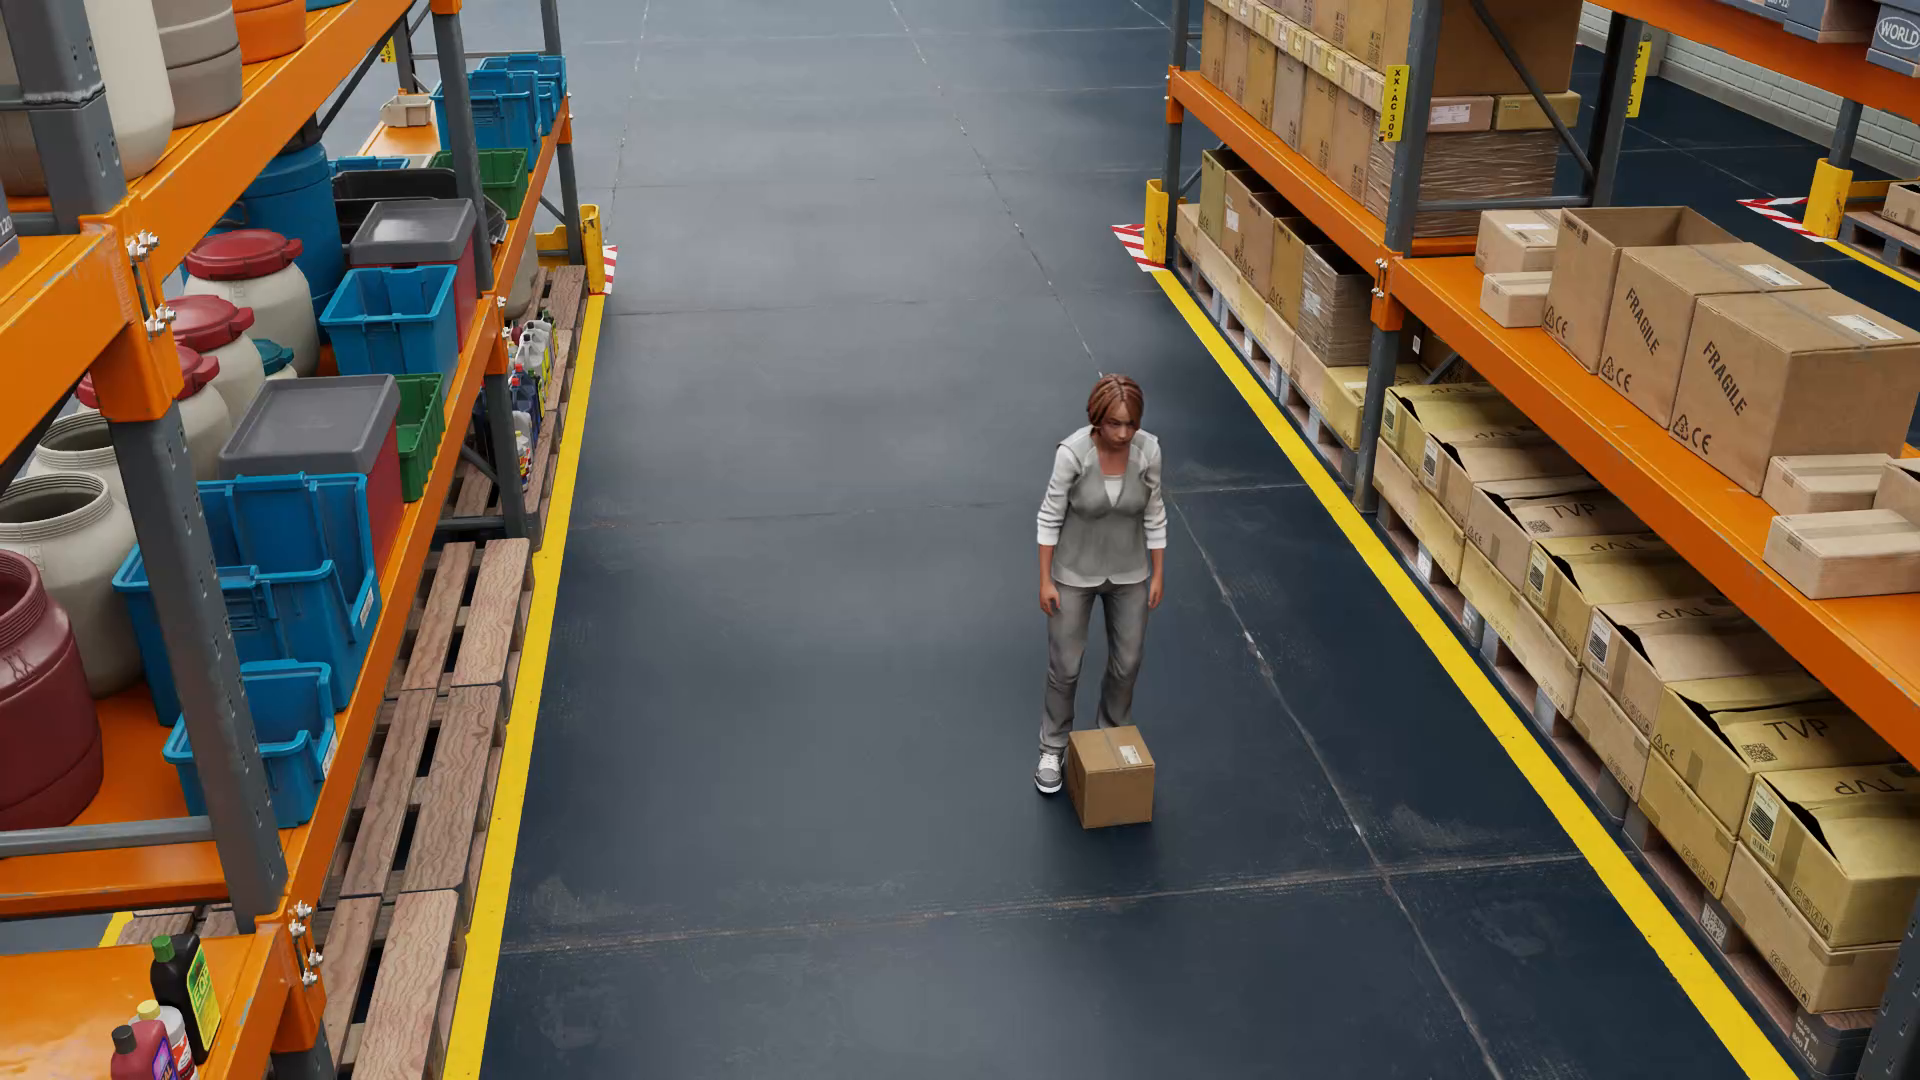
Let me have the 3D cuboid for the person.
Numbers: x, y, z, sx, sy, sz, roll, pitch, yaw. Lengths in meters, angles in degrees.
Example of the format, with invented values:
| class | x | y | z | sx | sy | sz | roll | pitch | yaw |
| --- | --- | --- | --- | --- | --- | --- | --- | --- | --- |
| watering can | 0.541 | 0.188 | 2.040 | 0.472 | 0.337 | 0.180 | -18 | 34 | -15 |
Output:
| class | x | y | z | sx | sy | sz | roll | pitch | yaw |
| --- | --- | --- | --- | --- | --- | --- | --- | --- | --- |
| person | 0.495 | 0.146 | 5.851 | 0.464 | 1.593 | 0.347 | -4 | 28 | -7 |
